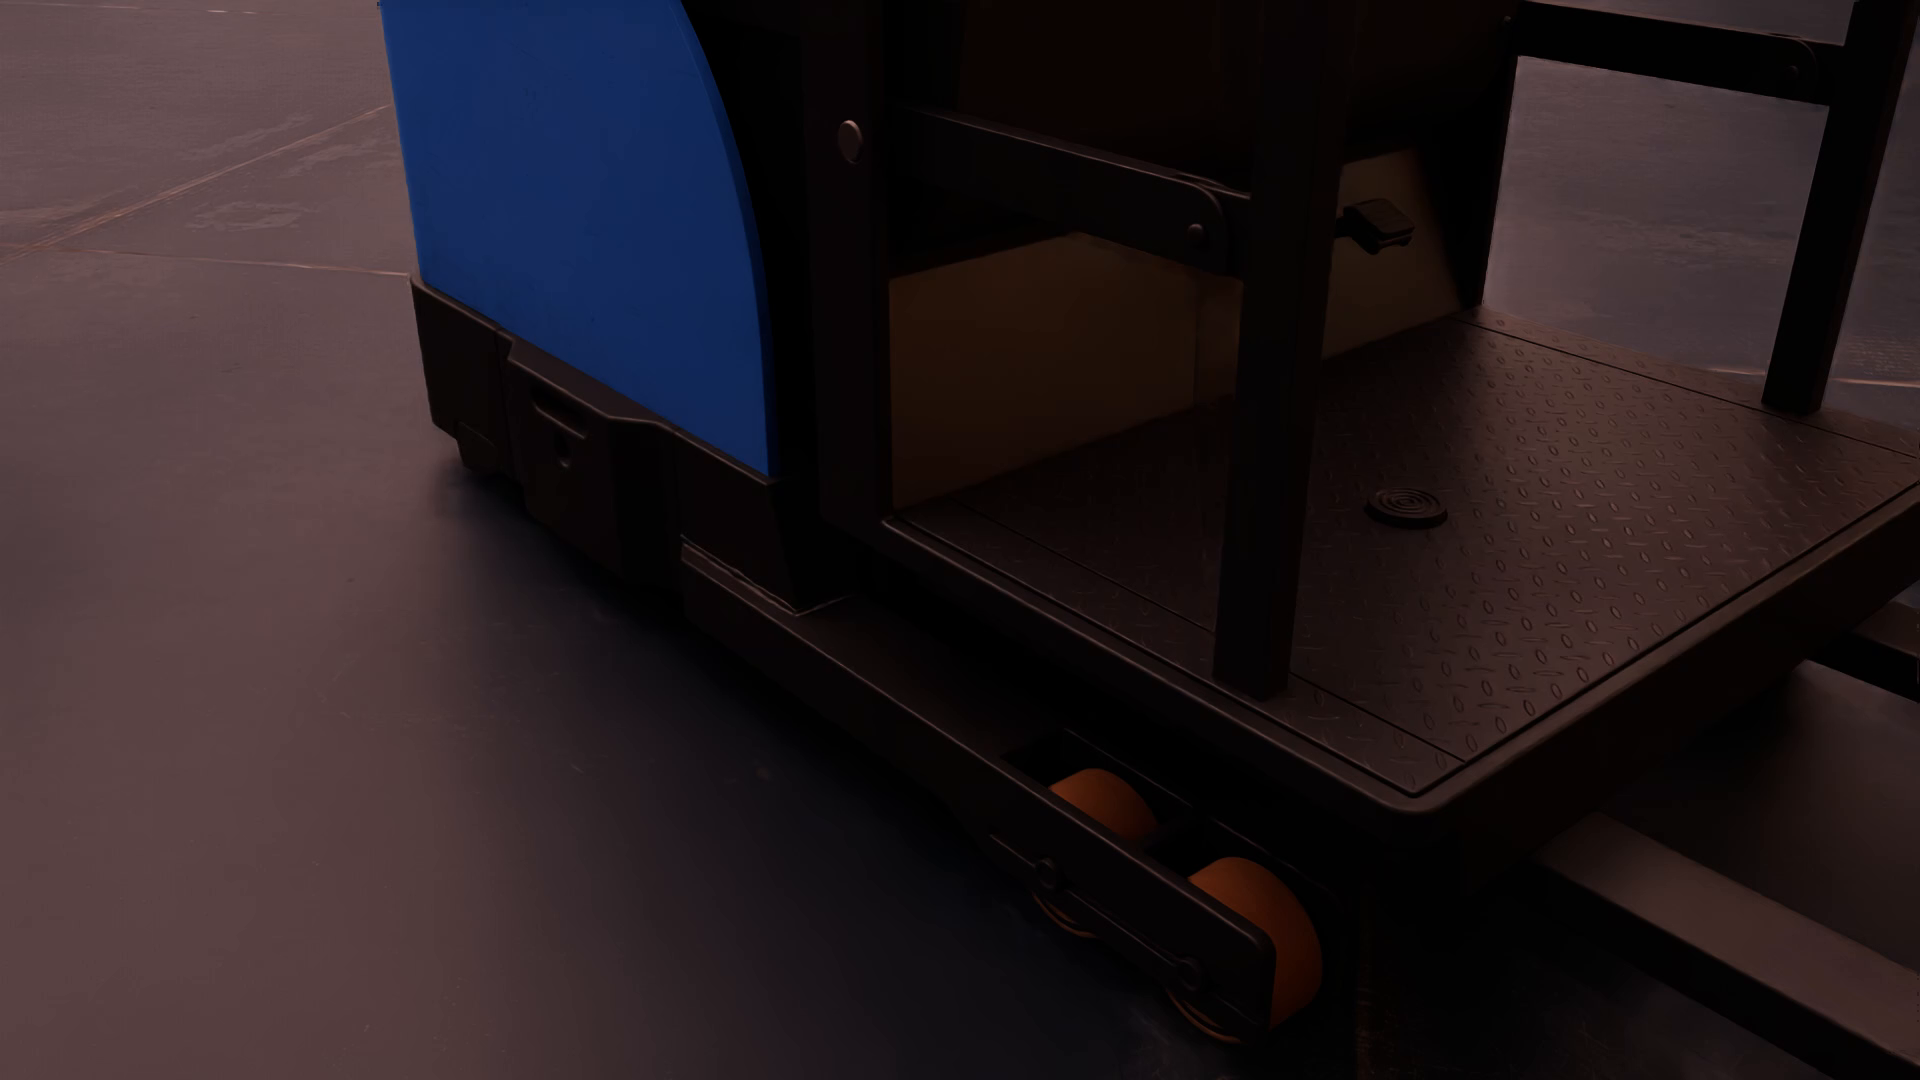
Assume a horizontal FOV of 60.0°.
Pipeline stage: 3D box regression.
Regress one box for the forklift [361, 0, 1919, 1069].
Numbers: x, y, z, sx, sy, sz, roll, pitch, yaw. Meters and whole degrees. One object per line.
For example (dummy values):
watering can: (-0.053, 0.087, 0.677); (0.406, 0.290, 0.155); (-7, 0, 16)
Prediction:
forklift: (0.479, -1.104, 1.433); (1.130, 2.935, 3.031); (-23, 34, -37)
